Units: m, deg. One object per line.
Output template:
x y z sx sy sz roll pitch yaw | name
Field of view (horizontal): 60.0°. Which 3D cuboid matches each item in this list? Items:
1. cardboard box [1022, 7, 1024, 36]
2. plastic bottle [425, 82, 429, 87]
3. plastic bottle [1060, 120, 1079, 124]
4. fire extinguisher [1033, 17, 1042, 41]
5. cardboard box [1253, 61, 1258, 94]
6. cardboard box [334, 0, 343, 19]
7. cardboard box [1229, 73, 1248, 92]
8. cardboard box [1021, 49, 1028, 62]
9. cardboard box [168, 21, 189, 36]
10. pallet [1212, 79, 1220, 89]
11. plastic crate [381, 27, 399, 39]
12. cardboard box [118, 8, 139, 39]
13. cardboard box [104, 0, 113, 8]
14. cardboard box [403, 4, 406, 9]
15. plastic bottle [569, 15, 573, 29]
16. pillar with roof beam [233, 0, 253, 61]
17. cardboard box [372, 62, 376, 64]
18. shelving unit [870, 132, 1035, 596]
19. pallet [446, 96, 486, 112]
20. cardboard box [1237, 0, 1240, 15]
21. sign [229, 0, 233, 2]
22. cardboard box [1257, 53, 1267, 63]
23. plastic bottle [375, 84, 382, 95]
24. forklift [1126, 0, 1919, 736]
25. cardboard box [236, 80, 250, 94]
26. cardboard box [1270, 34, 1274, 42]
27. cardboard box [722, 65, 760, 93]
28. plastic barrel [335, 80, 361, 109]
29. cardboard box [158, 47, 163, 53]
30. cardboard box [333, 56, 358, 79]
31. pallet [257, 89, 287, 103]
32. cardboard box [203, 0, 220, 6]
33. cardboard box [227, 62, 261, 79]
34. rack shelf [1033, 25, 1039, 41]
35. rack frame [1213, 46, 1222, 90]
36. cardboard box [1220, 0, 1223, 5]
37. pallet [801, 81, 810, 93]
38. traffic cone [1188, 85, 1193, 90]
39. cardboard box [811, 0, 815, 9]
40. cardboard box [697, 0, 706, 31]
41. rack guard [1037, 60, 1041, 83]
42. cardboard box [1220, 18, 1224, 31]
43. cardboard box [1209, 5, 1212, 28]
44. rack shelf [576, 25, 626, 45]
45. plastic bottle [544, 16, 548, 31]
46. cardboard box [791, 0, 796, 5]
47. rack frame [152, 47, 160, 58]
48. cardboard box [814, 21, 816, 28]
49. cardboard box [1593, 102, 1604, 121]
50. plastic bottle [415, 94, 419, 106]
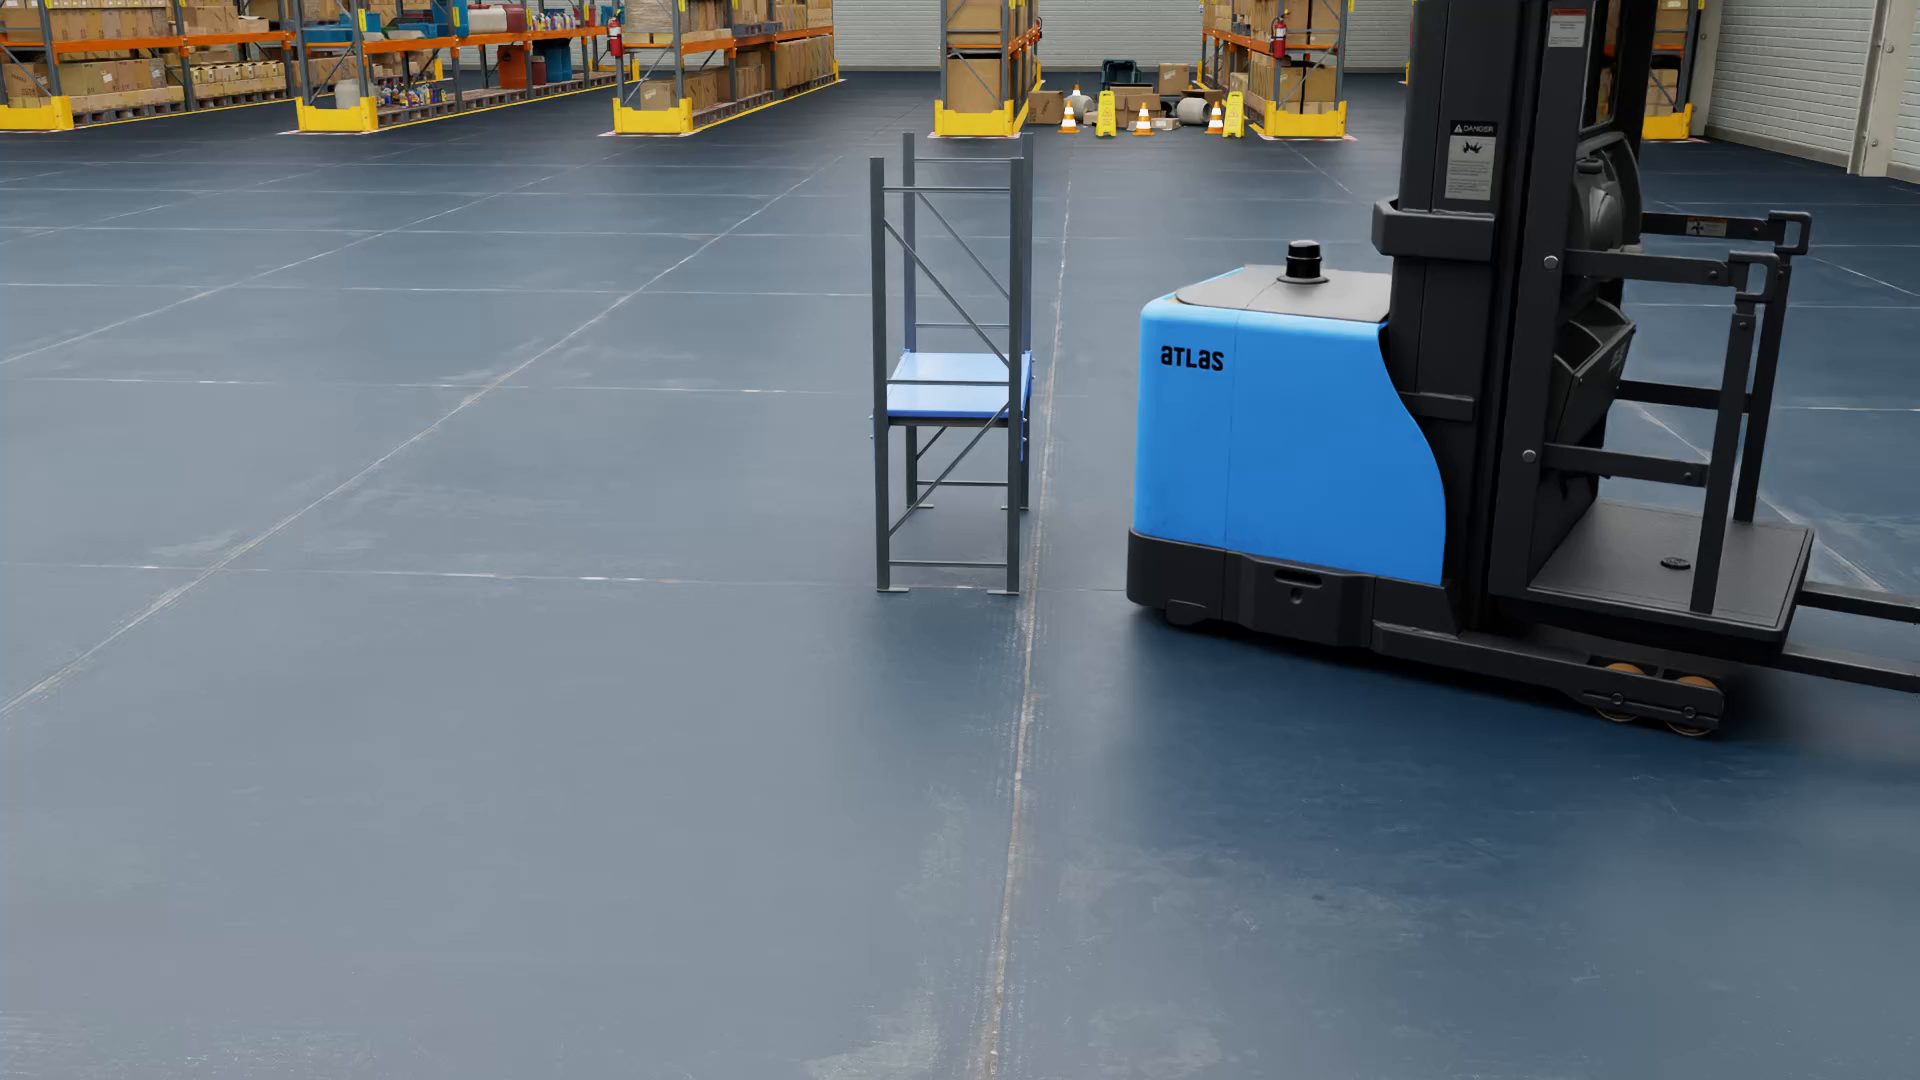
0.882 -9.318 29.883 0.500 0.500 0.500 1 18 4 | cardboard box
-9.280 -7.801 28.961 0.144 0.351 0.185 1 18 4 | plastic bottle
1.793 -6.814 27.120 0.283 0.061 0.133 -5 19 -15 | plastic bottle
1.841 -12.382 40.118 0.296 0.674 0.183 1 18 4 | fire extinguisher
5.109 -7.628 27.422 0.500 0.500 0.500 2 18 6 | cardboard box
-14.002 -11.755 36.647 0.700 0.500 0.500 -5 19 -15 | cardboard box
5.683 -8.740 31.825 0.950 0.372 0.625 0 18 0 | cardboard box
1.116 -9.778 33.583 0.500 0.250 0.500 1 18 3 | cardboard box
-14.326 -9.248 30.072 0.500 0.250 0.500 2 18 7 | cardboard box
6.153 -10.116 36.957 1.003 0.211 1.213 1 18 4 | pallet
-9.757 -8.538 28.003 0.450 0.188 0.662 1 18 4 | plastic crate
-14.415 -8.756 28.166 0.700 0.500 0.500 2 18 5 | cardboard box
-14.251 -8.874 27.485 0.380 0.149 0.250 1 18 4 | cardboard box
-13.330 -12.323 39.052 0.500 0.500 0.500 1 18 3 | cardboard box
-8.481 -11.281 36.220 0.061 0.283 0.133 1 18 4 | plastic bottle
-14.774 -16.615 42.677 9.100 9.000 0.400 1 18 4 | pillar with roof beam
-13.933 -10.998 38.782 0.500 0.311 0.500 1 18 4 | cardboard box
-0.006 -0.686 6.109 0.538 1.500 1.048 1 18 4 | shelving unit
-9.360 -7.974 30.419 1.003 0.211 1.213 1 18 4 | pallet
5.440 -10.056 30.984 0.500 0.500 0.500 2 18 7 | cardboard box
-14.573 -10.930 33.230 0.100 0.325 0.005 1 18 4 | sign
5.015 -7.822 26.972 0.380 0.149 0.250 2 18 7 | cardboard box
-9.894 -7.572 28.263 0.144 0.351 0.185 1 18 3 | plastic bottle
2.094 -1.024 4.842 3.031 2.935 1.130 10 21 29 | forklift
-13.932 -8.656 31.764 0.500 0.250 0.500 2 18 5 | cardboard box
4.881 -7.563 25.090 0.380 0.149 0.250 1 18 3 | cardboard box
-4.206 -8.826 31.849 0.700 0.500 0.500 0 18 -1 | cardboard box
-9.694 -7.035 26.397 0.421 0.512 0.421 0 18 0 | plastic barrel
-18.684 -11.515 39.045 0.380 0.149 0.250 1 18 2 | cardboard box
-13.538 -10.359 36.527 0.500 0.500 0.500 1 18 4 | cardboard box
-14.129 -8.828 33.026 1.003 0.211 1.213 1 18 4 | pallet
-18.467 -12.760 40.065 0.980 0.700 0.700 1 18 3 | cardboard box
-13.893 -9.081 32.161 0.500 0.311 0.500 1 18 4 | cardboard box
1.219 -11.565 38.057 1.077 0.370 4.000 1 18 4 | rack shelf
6.020 -11.207 35.808 1.000 3.000 0.127 1 18 4 | rack frame
5.655 -11.285 34.280 0.500 0.500 0.500 1 18 3 | cardboard box
-3.844 -9.862 36.181 1.003 0.211 1.213 1 18 4 | pallet
4.139 -7.933 29.891 0.336 0.463 0.334 1 18 4 | traffic cone
-3.532 -12.150 37.246 0.500 0.500 0.500 1 18 4 | cardboard box
-4.615 -8.528 26.993 0.875 0.500 0.500 1 18 4 | cardboard box
1.357 -11.317 40.158 1.175 0.500 0.348 1 18 4 | rack guard
5.592 -10.530 33.984 0.500 0.250 0.500 1 18 3 | cardboard box
5.852 -11.721 37.215 0.500 0.500 0.500 1 18 3 | cardboard box
-8.661 -11.818 38.828 1.077 0.370 4.000 1 18 4 | rack shelf
-8.609 -10.726 34.527 0.061 0.283 0.133 1 18 4 | plastic bottle
-3.902 -11.754 35.705 0.797 0.503 0.637 1 18 2 | cardboard box
-18.686 -11.760 37.495 1.000 3.000 0.127 1 18 4 | rack frame
-3.457 -11.638 37.528 0.380 0.149 0.250 1 18 2 | cardboard box
9.830 -6.416 24.929 0.500 0.250 0.500 1 18 4 | cardboard box
-9.185 -7.416 28.024 0.097 0.201 0.097 0 18 0 | plastic bottle
